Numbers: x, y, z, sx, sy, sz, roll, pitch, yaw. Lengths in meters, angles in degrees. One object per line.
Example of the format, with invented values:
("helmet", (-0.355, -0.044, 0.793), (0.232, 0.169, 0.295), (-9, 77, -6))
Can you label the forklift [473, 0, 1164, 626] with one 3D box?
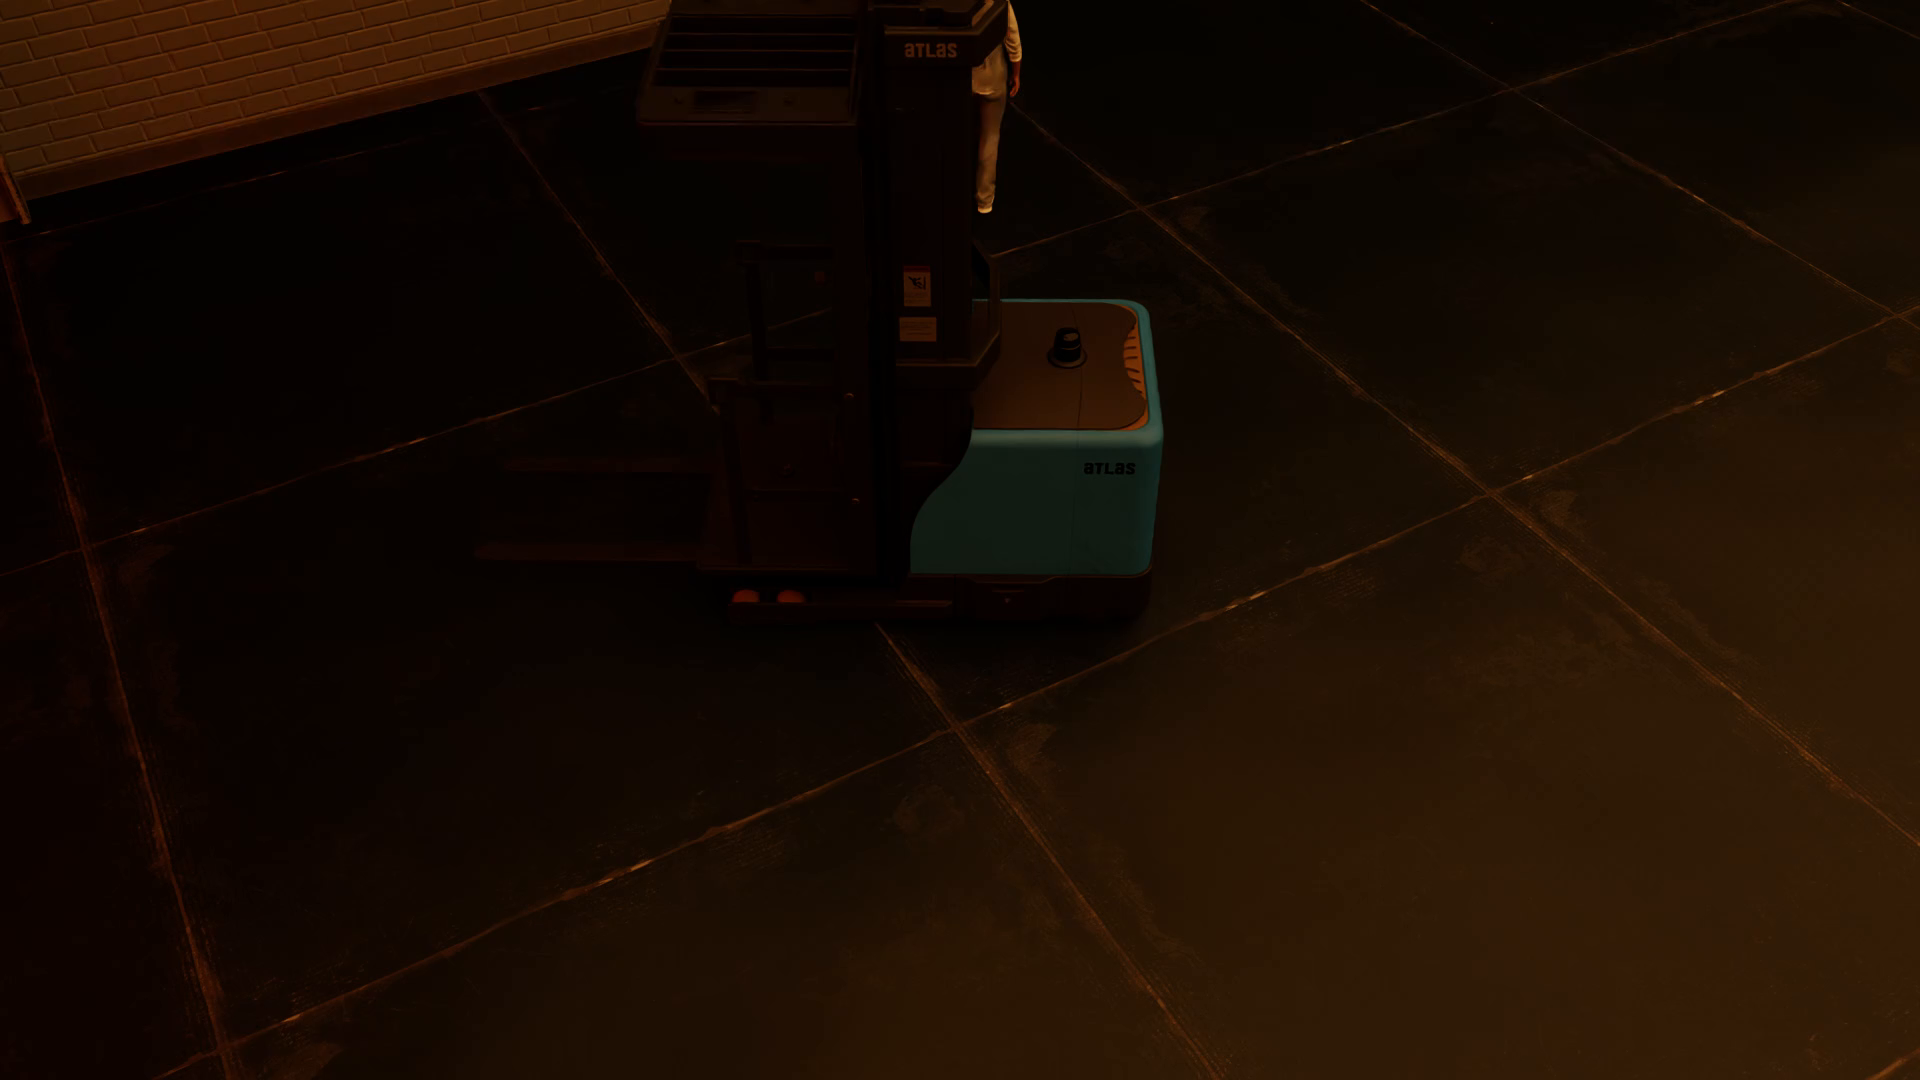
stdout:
("forklift", (-0.663, -1.051, 6.831), (3.031, 2.935, 1.130), (0, 43, 0))

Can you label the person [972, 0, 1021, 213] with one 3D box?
("person", (0.093, -2.649, 9.573), (0.512, 1.606, 0.458), (2, 43, 2))
